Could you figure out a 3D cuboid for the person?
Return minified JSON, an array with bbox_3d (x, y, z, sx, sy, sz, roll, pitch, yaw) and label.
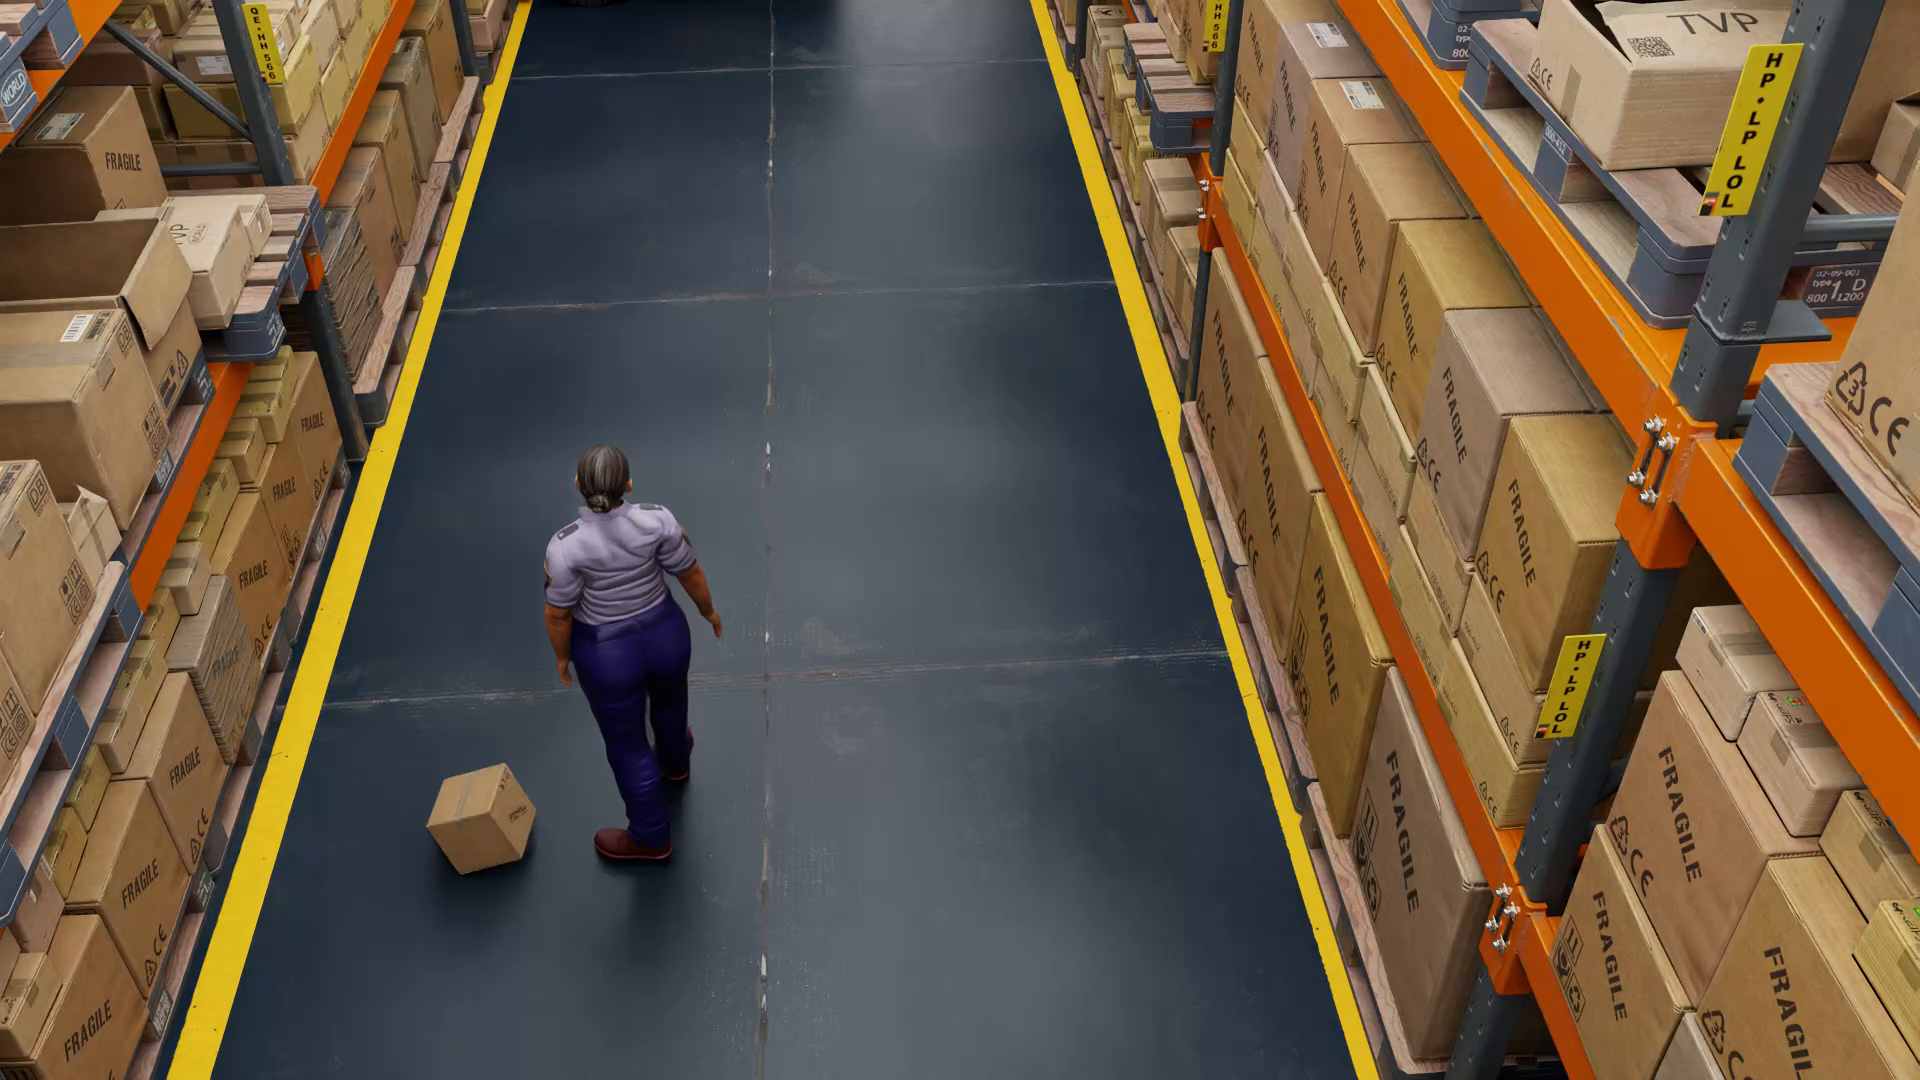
[{"bbox_3d":[-1.125,0.333,5.744,0.625,1.633,0.617,-22,44,-25],"label":"person"}]
